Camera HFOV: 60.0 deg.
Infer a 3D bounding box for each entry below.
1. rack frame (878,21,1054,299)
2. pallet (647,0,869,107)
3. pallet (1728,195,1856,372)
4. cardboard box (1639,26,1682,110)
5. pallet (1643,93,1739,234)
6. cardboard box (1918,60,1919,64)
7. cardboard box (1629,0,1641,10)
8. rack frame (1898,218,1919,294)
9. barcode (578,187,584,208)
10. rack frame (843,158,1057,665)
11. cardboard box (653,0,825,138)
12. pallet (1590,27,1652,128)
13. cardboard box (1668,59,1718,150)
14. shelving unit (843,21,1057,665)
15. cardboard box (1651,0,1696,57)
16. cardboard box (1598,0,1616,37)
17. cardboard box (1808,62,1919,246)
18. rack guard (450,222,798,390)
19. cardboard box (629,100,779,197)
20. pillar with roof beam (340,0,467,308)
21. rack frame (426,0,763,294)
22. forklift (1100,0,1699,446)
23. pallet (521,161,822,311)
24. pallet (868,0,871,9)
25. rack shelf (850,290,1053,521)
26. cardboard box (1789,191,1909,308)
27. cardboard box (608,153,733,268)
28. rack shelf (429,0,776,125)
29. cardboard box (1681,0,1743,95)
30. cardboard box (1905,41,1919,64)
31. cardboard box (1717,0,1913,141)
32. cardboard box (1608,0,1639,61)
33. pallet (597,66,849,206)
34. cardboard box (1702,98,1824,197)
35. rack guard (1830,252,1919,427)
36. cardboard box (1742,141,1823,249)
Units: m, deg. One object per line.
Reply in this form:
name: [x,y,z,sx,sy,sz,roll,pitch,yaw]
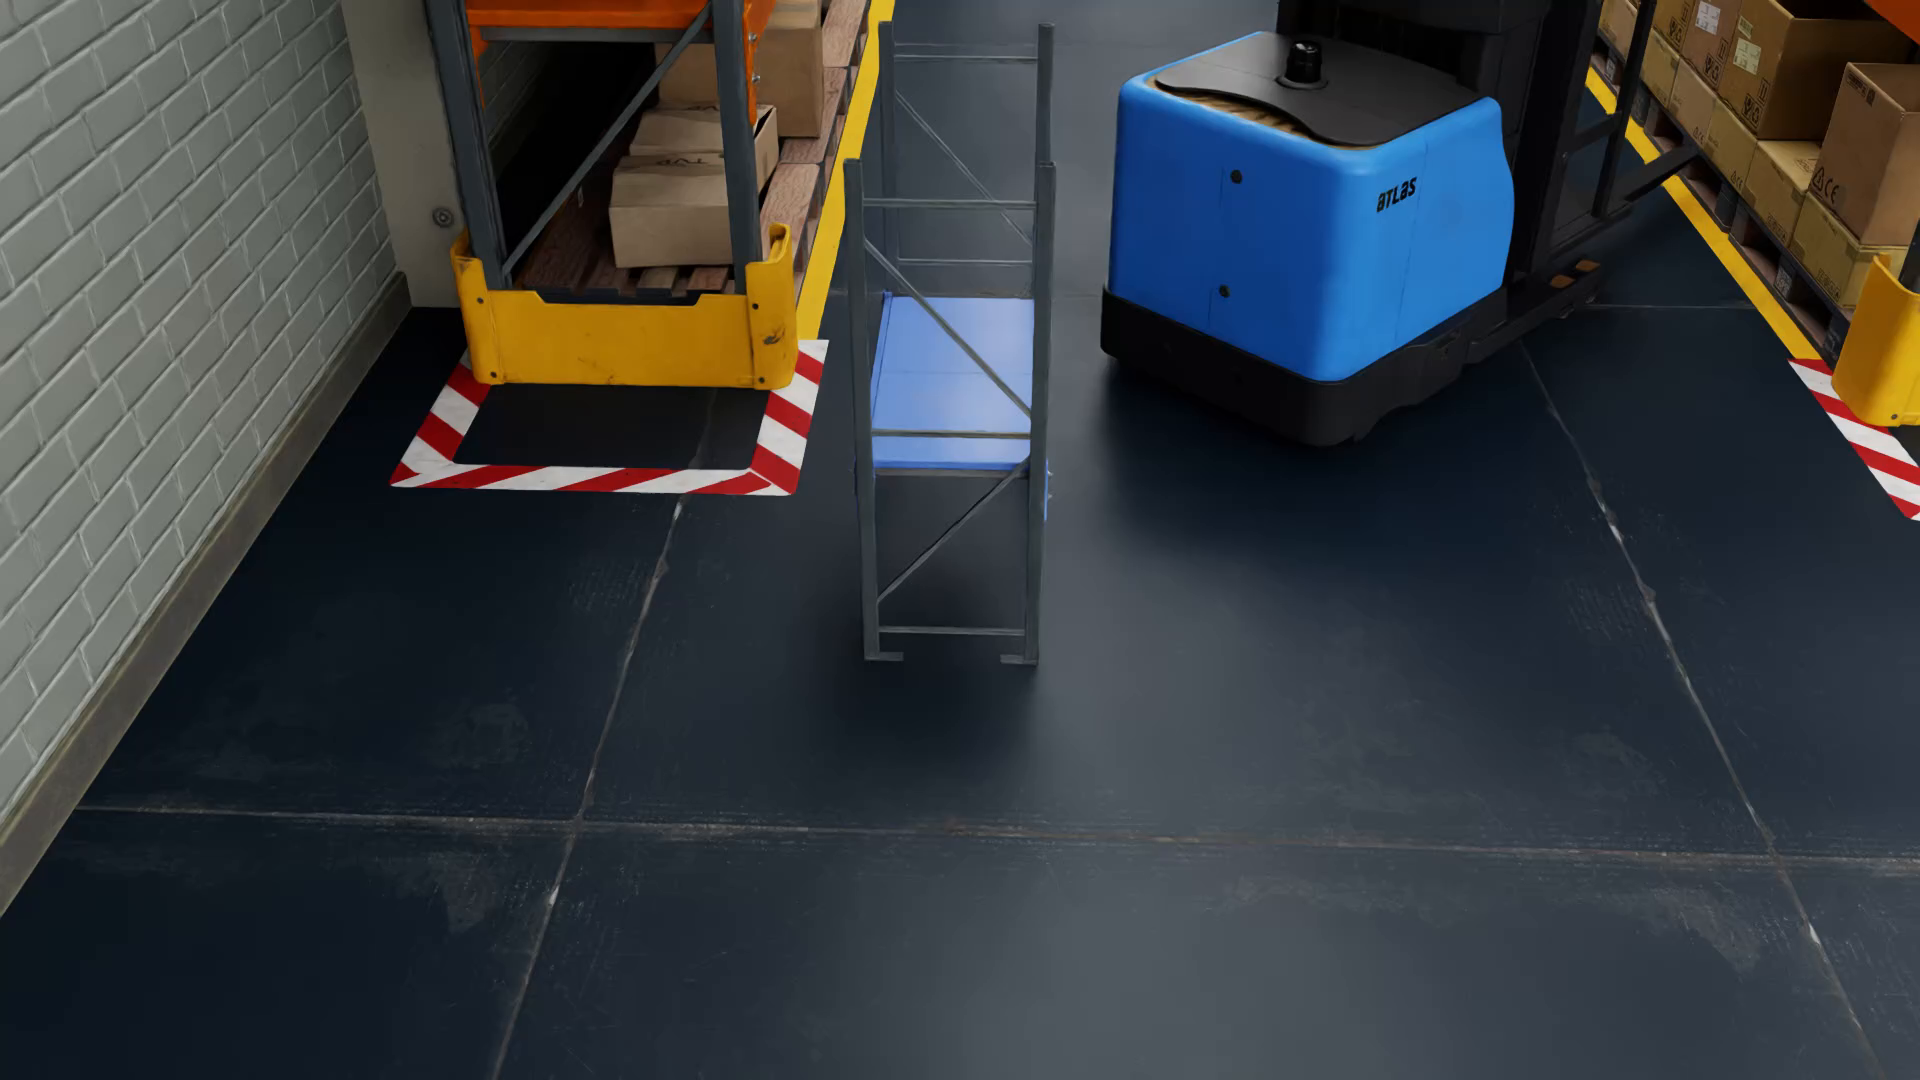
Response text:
rack frame: [0.017,-0.857,5.165,0.500,1.500,0.032,1,35,2]
pallet: [-1.031,-2.608,8.778,1.003,0.211,1.213,1,35,2]
pallet: [3.739,-1.025,6.525,1.003,0.211,1.213,1,35,2]
cardboard box: [3.539,-2.237,7.850,0.500,0.250,0.500,1,35,2]
pallet: [3.791,-1.724,7.519,1.003,0.211,1.213,1,35,2]
cardboard box: [4.012,-1.669,6.391,0.500,0.500,0.500,1,35,2]
cardboard box: [3.567,-2.831,8.043,0.500,0.500,0.500,1,35,2]
rack frame: [3.750,-1.725,5.096,1.000,3.000,0.127,1,35,2]
barcode: [-1.481,-1.336,6.491,0.001,0.075,0.075,1,35,2]
rack frame: [-0.024,-0.273,4.333,0.500,1.500,0.032,1,35,2]
cardboard box: [-0.980,-2.138,7.475,0.700,0.500,0.500,-1,35,-1]
pallet: [3.837,-2.427,8.519,1.003,0.211,1.213,1,35,2]
cardboard box: [3.524,-1.949,7.441,0.500,0.250,0.500,1,35,2]
shelving unit: [-0.003,-0.565,4.749,0.538,1.500,1.048,1,35,2]
cardboard box: [3.539,-2.544,7.634,0.500,0.500,0.500,1,35,2]
cardboard box: [3.589,-2.811,8.667,0.500,0.250,0.500,1,35,2]
cardboard box: [3.474,-1.394,5.999,0.500,0.500,0.500,1,35,2]
rack guard: [-1.197,-0.859,6.037,1.175,0.500,0.348,1,35,2]
cardboard box: [-1.059,-1.641,6.932,0.500,0.311,0.500,4,35,6]
pillar with roof beam: [2.265,-4.615,3.990,9.100,9.000,0.400,1,35,2]
rack frame: [-1.200,-1.838,5.256,1.000,3.000,0.127,1,35,2]
forklift: [1.924,-2.252,5.905,3.031,2.935,1.130,-29,45,-35]
pallet: [-1.129,-1.206,6.783,1.003,0.211,1.213,1,35,2]
pallet: [-1.009,-3.442,9.964,1.003,0.211,1.213,1,35,2]
rack shelf: [-0.003,-0.417,4.852,0.538,0.185,1.000,1,35,2]
cardboard box: [3.476,-1.087,6.214,0.500,0.250,0.500,1,35,2]
cardboard box: [-1.082,-1.313,6.465,0.500,0.311,0.500,-2,35,-3]
rack shelf: [-1.120,-2.692,7.098,1.077,0.370,4.000,1,35,2]
cardboard box: [3.521,-2.256,7.226,0.500,0.500,0.500,1,35,2]
cardboard box: [4.019,-1.957,6.800,0.500,0.500,0.500,1,35,2]
cardboard box: [3.500,-1.969,6.817,0.500,0.500,0.500,1,35,2]
cardboard box: [3.564,-2.524,8.259,0.500,0.250,0.500,1,35,2]
pallet: [-1.077,-1.906,7.778,1.003,0.211,1.213,1,35,2]
cardboard box: [3.503,-1.662,7.032,0.500,0.250,0.500,1,35,2]
rack guard: [3.749,-0.689,5.796,1.175,0.500,0.348,1,35,2]
cardboard box: [3.484,-1.375,6.624,0.500,0.250,0.500,1,35,2]
